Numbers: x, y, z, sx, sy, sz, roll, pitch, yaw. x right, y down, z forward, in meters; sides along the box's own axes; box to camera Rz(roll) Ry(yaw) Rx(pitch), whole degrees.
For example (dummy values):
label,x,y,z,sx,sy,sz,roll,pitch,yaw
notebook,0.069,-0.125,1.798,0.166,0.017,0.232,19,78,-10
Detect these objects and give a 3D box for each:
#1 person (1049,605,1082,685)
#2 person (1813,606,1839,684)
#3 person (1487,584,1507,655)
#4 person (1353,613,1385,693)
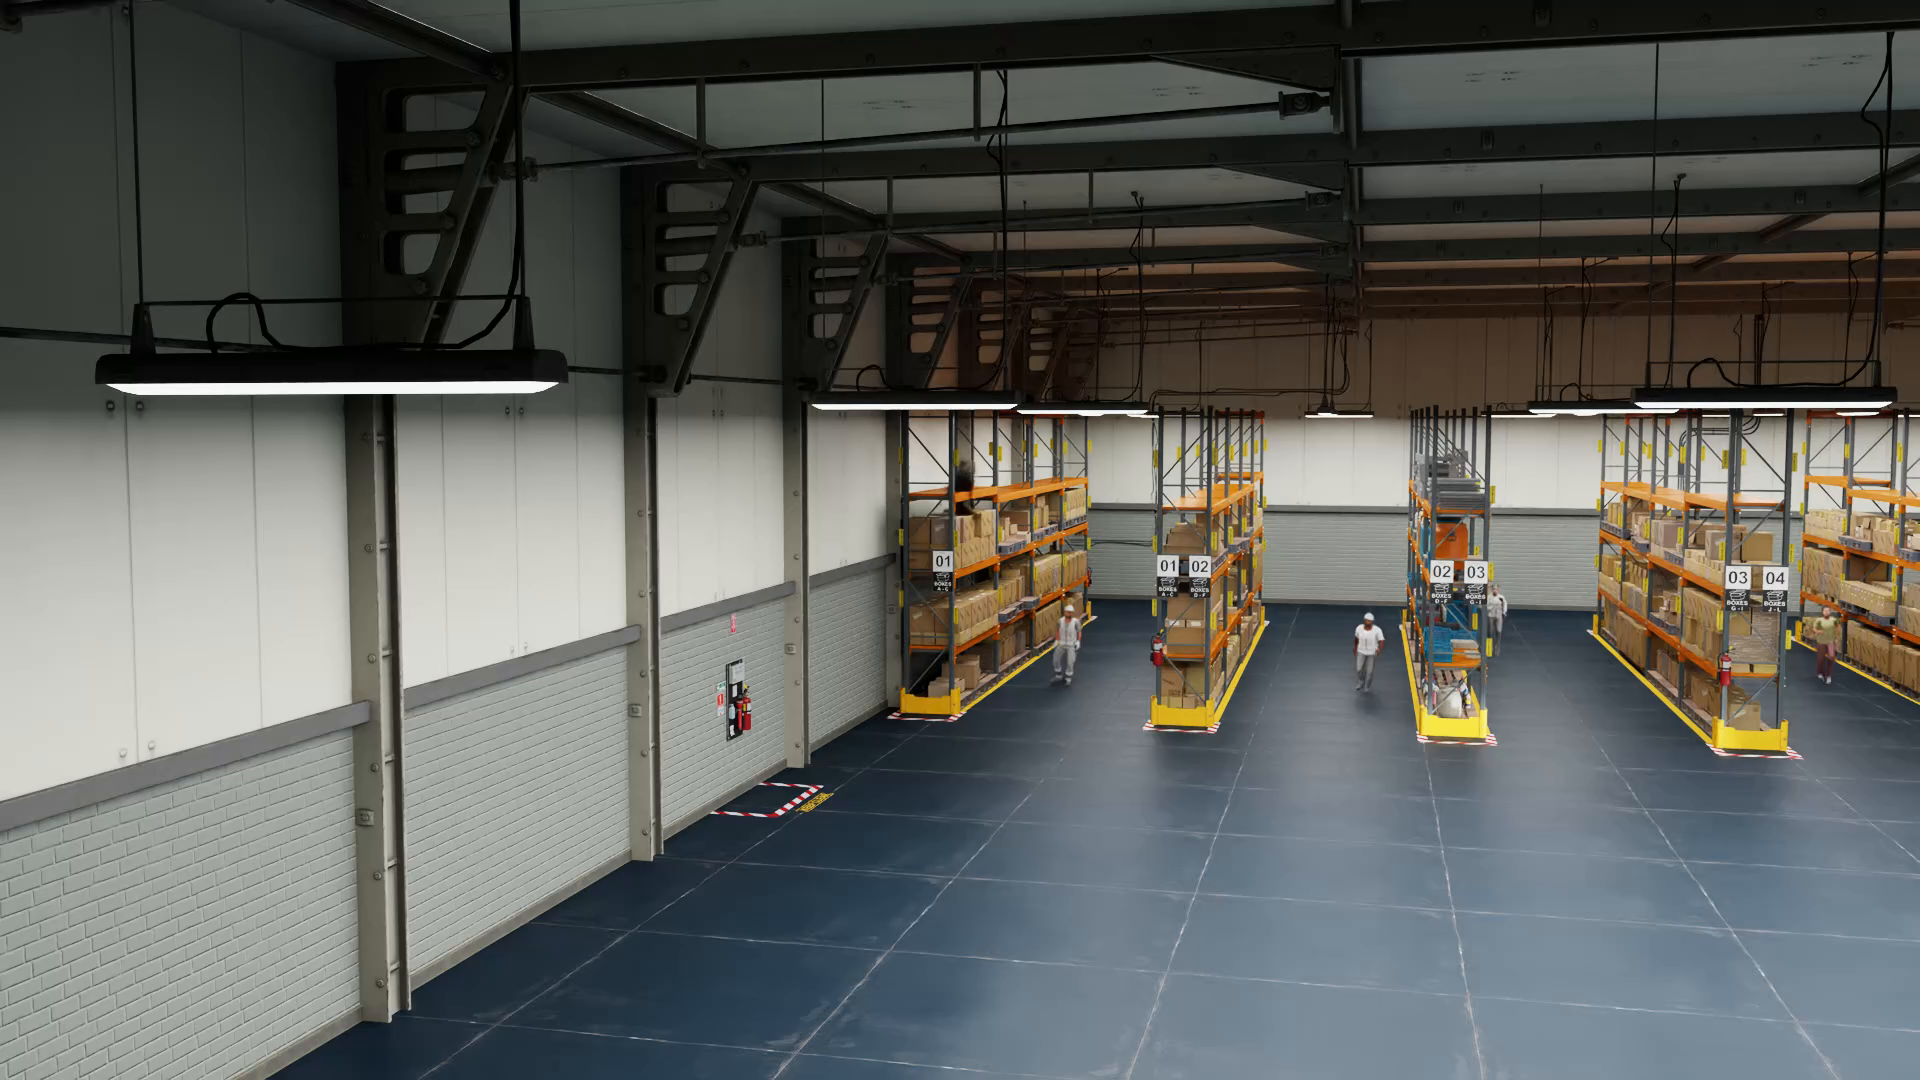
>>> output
label,x,y,z,sx,sy,sz,roll,pitch,yaw
person,2.263,2.270,35.855,0.769,1.751,0.573,1,4,18
person,18.933,2.282,36.367,0.558,1.713,0.802,1,4,20
person,13.170,1.937,40.959,0.594,1.735,0.845,1,4,11
person,8.504,2.365,34.698,0.698,1.713,0.782,2,4,22
